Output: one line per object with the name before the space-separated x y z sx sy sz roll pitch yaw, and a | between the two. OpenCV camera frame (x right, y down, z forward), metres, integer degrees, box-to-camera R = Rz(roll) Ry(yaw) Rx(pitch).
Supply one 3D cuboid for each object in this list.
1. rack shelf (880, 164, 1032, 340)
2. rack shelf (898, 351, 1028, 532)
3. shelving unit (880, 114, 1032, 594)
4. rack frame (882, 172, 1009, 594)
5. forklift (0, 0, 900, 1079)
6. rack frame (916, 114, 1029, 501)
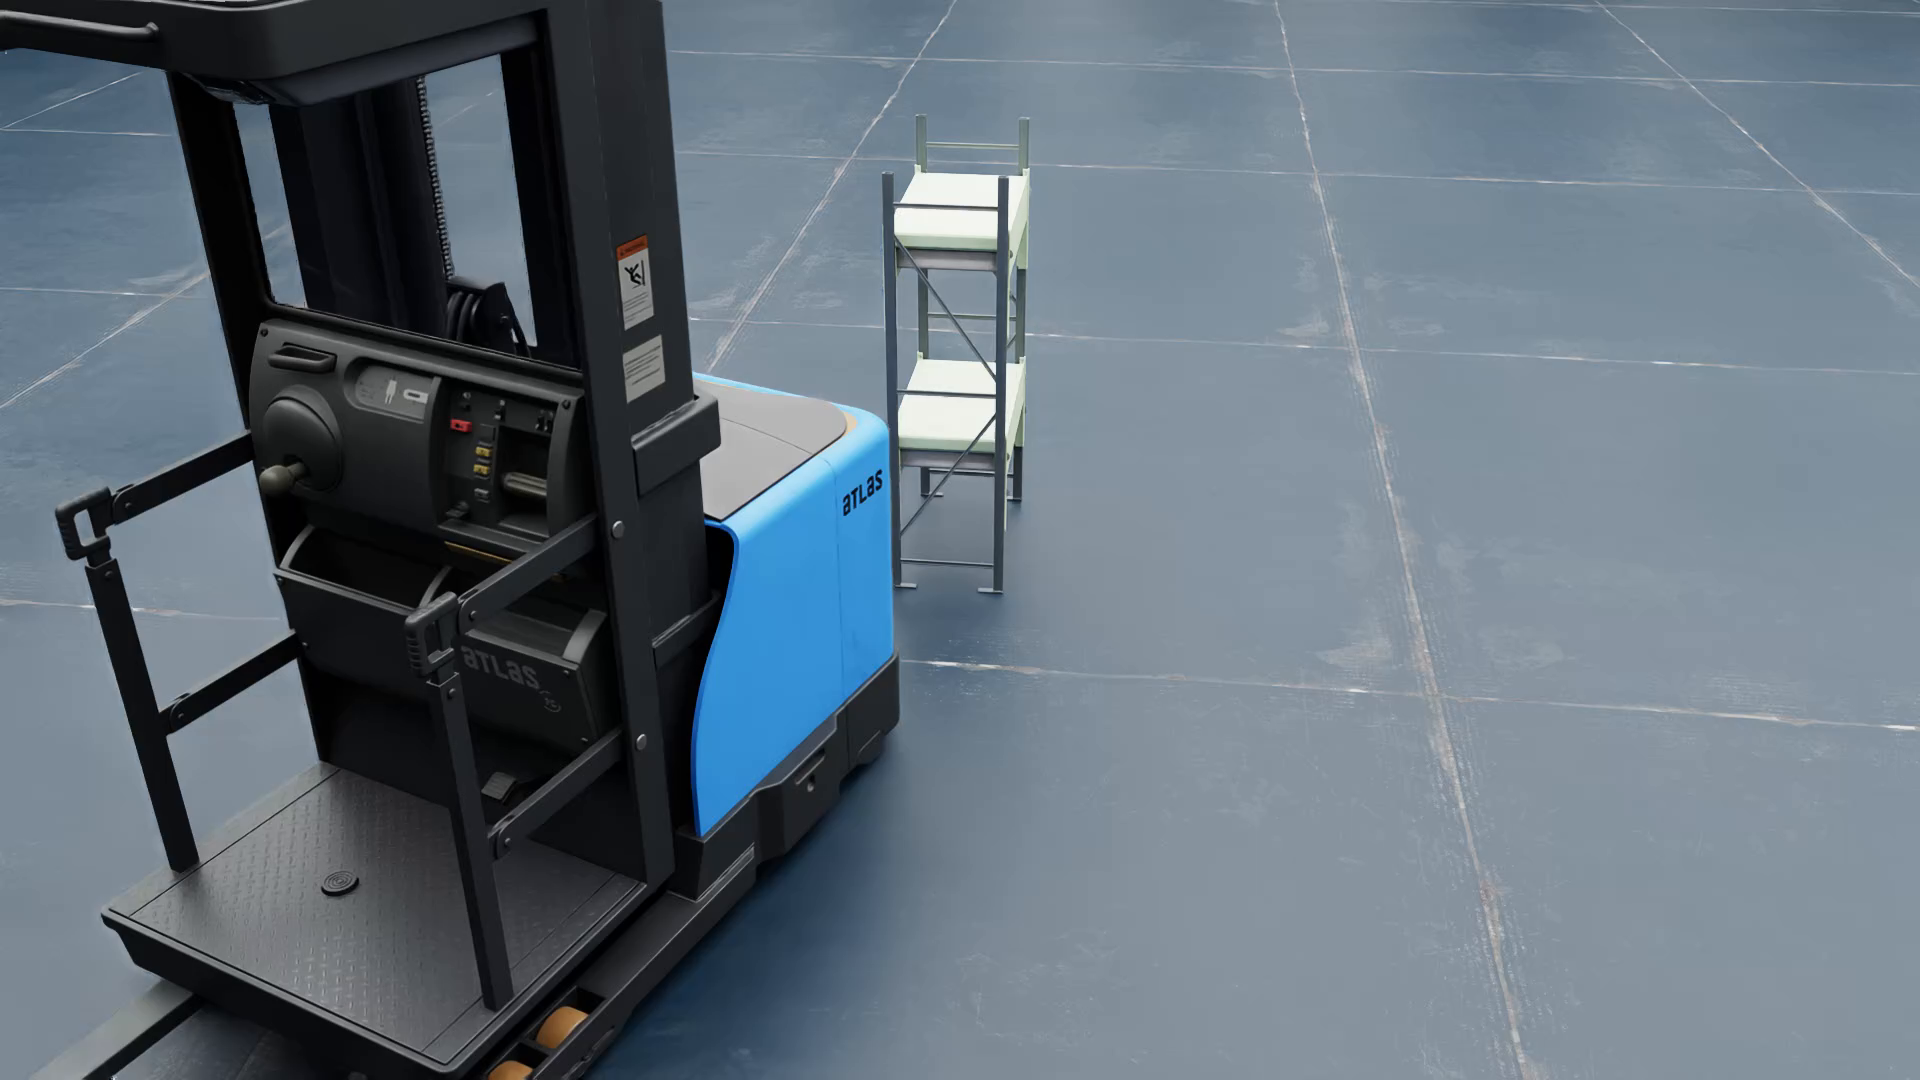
rack shelf | -0.001 -1.001 5.703 0.431 0.370 0.720 3 28 6
rack shelf | -0.001 -0.370 6.043 0.431 0.370 0.720 3 28 6
shelving unit | -0.001 -0.657 5.888 0.431 1.500 0.755 3 28 6
rack frame | -0.046 -0.485 5.569 0.400 1.500 0.023 3 28 6
forklift | -1.317 -0.188 3.508 1.130 2.935 3.031 14 31 24
rack frame | 0.044 -0.829 6.208 0.400 1.500 0.023 3 28 6
